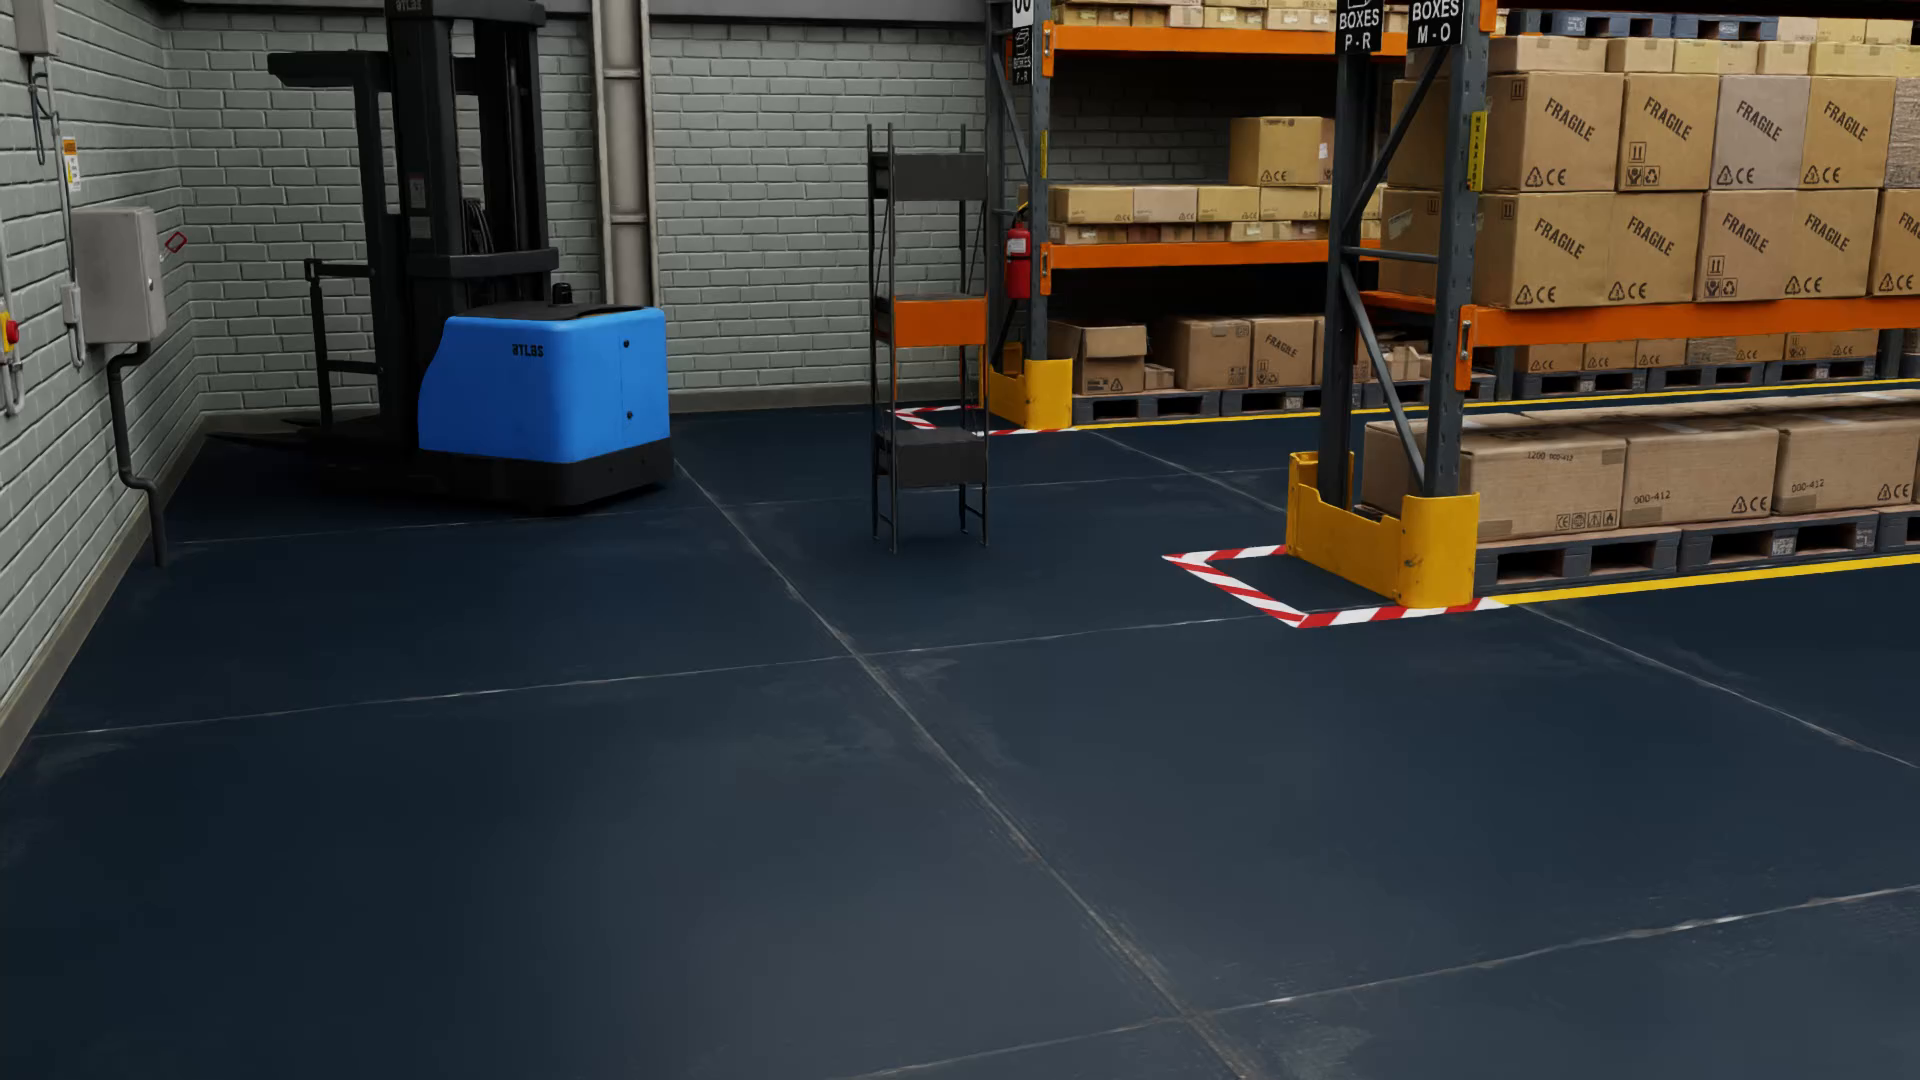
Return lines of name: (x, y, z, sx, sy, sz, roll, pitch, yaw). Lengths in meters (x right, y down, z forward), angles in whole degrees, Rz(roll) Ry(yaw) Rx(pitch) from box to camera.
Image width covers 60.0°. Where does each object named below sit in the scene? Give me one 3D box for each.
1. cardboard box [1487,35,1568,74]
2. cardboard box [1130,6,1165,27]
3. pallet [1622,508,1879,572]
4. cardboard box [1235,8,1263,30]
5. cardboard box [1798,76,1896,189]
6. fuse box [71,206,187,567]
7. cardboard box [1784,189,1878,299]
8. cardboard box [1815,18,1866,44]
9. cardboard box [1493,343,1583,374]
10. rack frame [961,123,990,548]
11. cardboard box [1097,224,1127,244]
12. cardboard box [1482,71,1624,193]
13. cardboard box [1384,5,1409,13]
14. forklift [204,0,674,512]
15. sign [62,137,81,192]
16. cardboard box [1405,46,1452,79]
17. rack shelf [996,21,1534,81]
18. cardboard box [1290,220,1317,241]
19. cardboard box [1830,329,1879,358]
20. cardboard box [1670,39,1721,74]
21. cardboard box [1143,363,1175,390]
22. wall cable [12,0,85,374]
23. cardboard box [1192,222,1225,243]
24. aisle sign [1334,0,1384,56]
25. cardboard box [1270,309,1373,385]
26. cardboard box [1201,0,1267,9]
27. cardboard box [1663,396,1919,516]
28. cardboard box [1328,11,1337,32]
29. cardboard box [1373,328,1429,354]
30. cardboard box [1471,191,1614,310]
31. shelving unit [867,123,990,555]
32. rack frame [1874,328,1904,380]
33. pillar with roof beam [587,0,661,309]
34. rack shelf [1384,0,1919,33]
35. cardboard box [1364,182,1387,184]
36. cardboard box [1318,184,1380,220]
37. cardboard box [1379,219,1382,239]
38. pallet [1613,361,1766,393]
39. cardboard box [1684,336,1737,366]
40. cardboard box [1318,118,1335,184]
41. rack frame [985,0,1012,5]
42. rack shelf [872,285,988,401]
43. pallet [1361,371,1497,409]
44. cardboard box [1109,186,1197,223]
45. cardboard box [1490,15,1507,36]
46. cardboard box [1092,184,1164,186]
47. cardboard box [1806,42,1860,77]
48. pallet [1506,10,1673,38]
cardboard box: (2.419, -2.107, 7.242, 0.250, 0.149, 0.380, -4, 14, -17)
cardboard box: (1.272, -3.730, 11.901, 0.250, 0.149, 0.380, -4, 14, -18)
pallet: (3.881, -0.100, 8.607, 1.213, 0.211, 1.003, -4, 14, -18)
cardboard box: (2.002, -3.778, 12.105, 0.250, 0.149, 0.380, -5, 14, -19)
cardboard box: (3.985, -1.916, 7.838, 0.500, 0.500, 0.500, -4, 14, -18)
fuse box: (-3.875, -0.715, 7.950, 0.414, 1.711, 0.539, -4, 14, -18)
cardboard box: (3.968, -1.430, 7.957, 0.500, 0.500, 0.500, -4, 14, -16)
cardboard box: (7.104, -4.228, 13.778, 0.500, 0.250, 0.500, -4, 14, -18)
cardboard box: (4.729, -1.649, 13.589, 0.500, 0.500, 0.500, -4, 14, -16)
rack frame: (0.074, -1.027, 8.424, 0.015, 2.100, 0.400, -4, 14, -18)
cardboard box: (1.033, -2.250, 12.165, 0.250, 0.149, 0.380, -4, 14, -17)
cardboard box: (2.540, -1.799, 7.348, 0.500, 0.500, 0.500, -5, 14, -19)
cardboard box: (3.332, -4.075, 12.490, 0.500, 0.250, 0.500, -5, 14, -20)
forklift: (-3.264, -1.794, 9.851, 3.031, 2.935, 1.130, 6, 15, 25)
sign: (-4.053, -1.716, 7.590, 0.001, 0.242, 0.339, -4, 14, -18)
cardboard box: (2.270, -2.212, 7.683, 0.250, 0.149, 0.380, -4, 14, -17)
rack shelf: (2.303, -3.637, 12.522, 4.000, 0.370, 1.077, -4, 14, -18)
cardboard box: (2.508, -2.364, 12.641, 0.250, 0.149, 0.380, -4, 14, -18)
cardboard box: (7.657, -1.880, 14.559, 0.500, 0.500, 0.500, -4, 14, -16)
cardboard box: (3.171, -2.160, 7.462, 0.250, 0.149, 0.380, -5, 14, -20)
cardboard box: (1.432, -1.244, 12.645, 0.250, 0.149, 0.380, -5, 14, -20)
wall cable: (-3.806, -1.674, 7.005, 0.122, 1.984, 0.588, -4, 14, -18)
cardboard box: (1.780, -2.304, 12.388, 0.250, 0.149, 0.380, -4, 14, -17)
aisle sign: (1.827, -2.619, 7.552, 0.004, 0.787, 0.394, -4, 14, -18)
cardboard box: (2.824, -1.523, 13.060, 0.500, 0.500, 0.700, -5, 14, -20)
cardboard box: (1.879, -3.961, 12.010, 0.500, 0.250, 0.500, -5, 14, -20)
cardboard box: (4.307, -0.455, 8.704, 0.875, 0.438, 0.875, -5, 14, -20)
cardboard box: (2.728, -3.835, 12.344, 0.250, 0.149, 0.380, -4, 14, -17)
cardboard box: (3.497, -1.574, 13.682, 0.500, 0.311, 0.500, -4, 14, -16)
cardboard box: (2.540, -1.312, 7.462, 0.500, 0.500, 0.500, -5, 14, -19)
shelving unit: (-0.157, -1.009, 8.348, 0.503, 2.100, 0.431, -4, 14, -18)
rack frame: (7.989, -2.970, 14.647, 0.127, 3.000, 1.000, -4, 14, -18)
pillar with roof beam: (-1.063, -4.353, 7.496, 0.400, 9.000, 9.100, -4, 14, -18)
rack shelf: (3.889, -2.548, 7.946, 4.000, 0.370, 1.077, -4, 14, -18)
cardboard box: (3.170, -2.731, 13.322, 0.500, 0.250, 0.500, -5, 14, -19)
cardboard box: (2.846, -2.581, 12.694, 0.500, 0.250, 0.500, -5, 14, -18)
cardboard box: (3.241, -2.412, 12.843, 0.250, 0.149, 0.380, -4, 14, -17)
pallet: (6.115, -1.477, 14.398, 1.213, 0.211, 1.003, -4, 14, -18)
cardboard box: (6.198, -1.764, 14.070, 0.500, 0.500, 0.500, -5, 14, -20)
cardboard box: (2.702, -3.060, 13.086, 0.500, 0.500, 0.500, -5, 14, -20)
rack frame: (0.407, -5.298, 11.471, 0.127, 3.000, 1.000, -4, 14, -18)
rack shelf: (-0.157, -0.996, 8.352, 0.480, 0.518, 0.431, -4, 14, -18)
pallet: (3.547, -1.268, 13.517, 1.213, 0.211, 1.003, -4, 14, -18)
cardboard box: (1.401, -2.463, 12.197, 0.500, 0.250, 0.500, -4, 14, -17)
cardboard box: (3.952, -3.921, 12.704, 0.250, 0.149, 0.380, -5, 14, -18)
cardboard box: (1.248, -2.581, 12.694, 0.500, 0.250, 0.500, -4, 14, -18)
cardboard box: (3.902, -2.213, 7.684, 0.250, 0.149, 0.380, -5, 14, -19)
pallet: (4.839, -4.075, 13.218, 1.003, 0.211, 1.213, -4, 14, -18)
